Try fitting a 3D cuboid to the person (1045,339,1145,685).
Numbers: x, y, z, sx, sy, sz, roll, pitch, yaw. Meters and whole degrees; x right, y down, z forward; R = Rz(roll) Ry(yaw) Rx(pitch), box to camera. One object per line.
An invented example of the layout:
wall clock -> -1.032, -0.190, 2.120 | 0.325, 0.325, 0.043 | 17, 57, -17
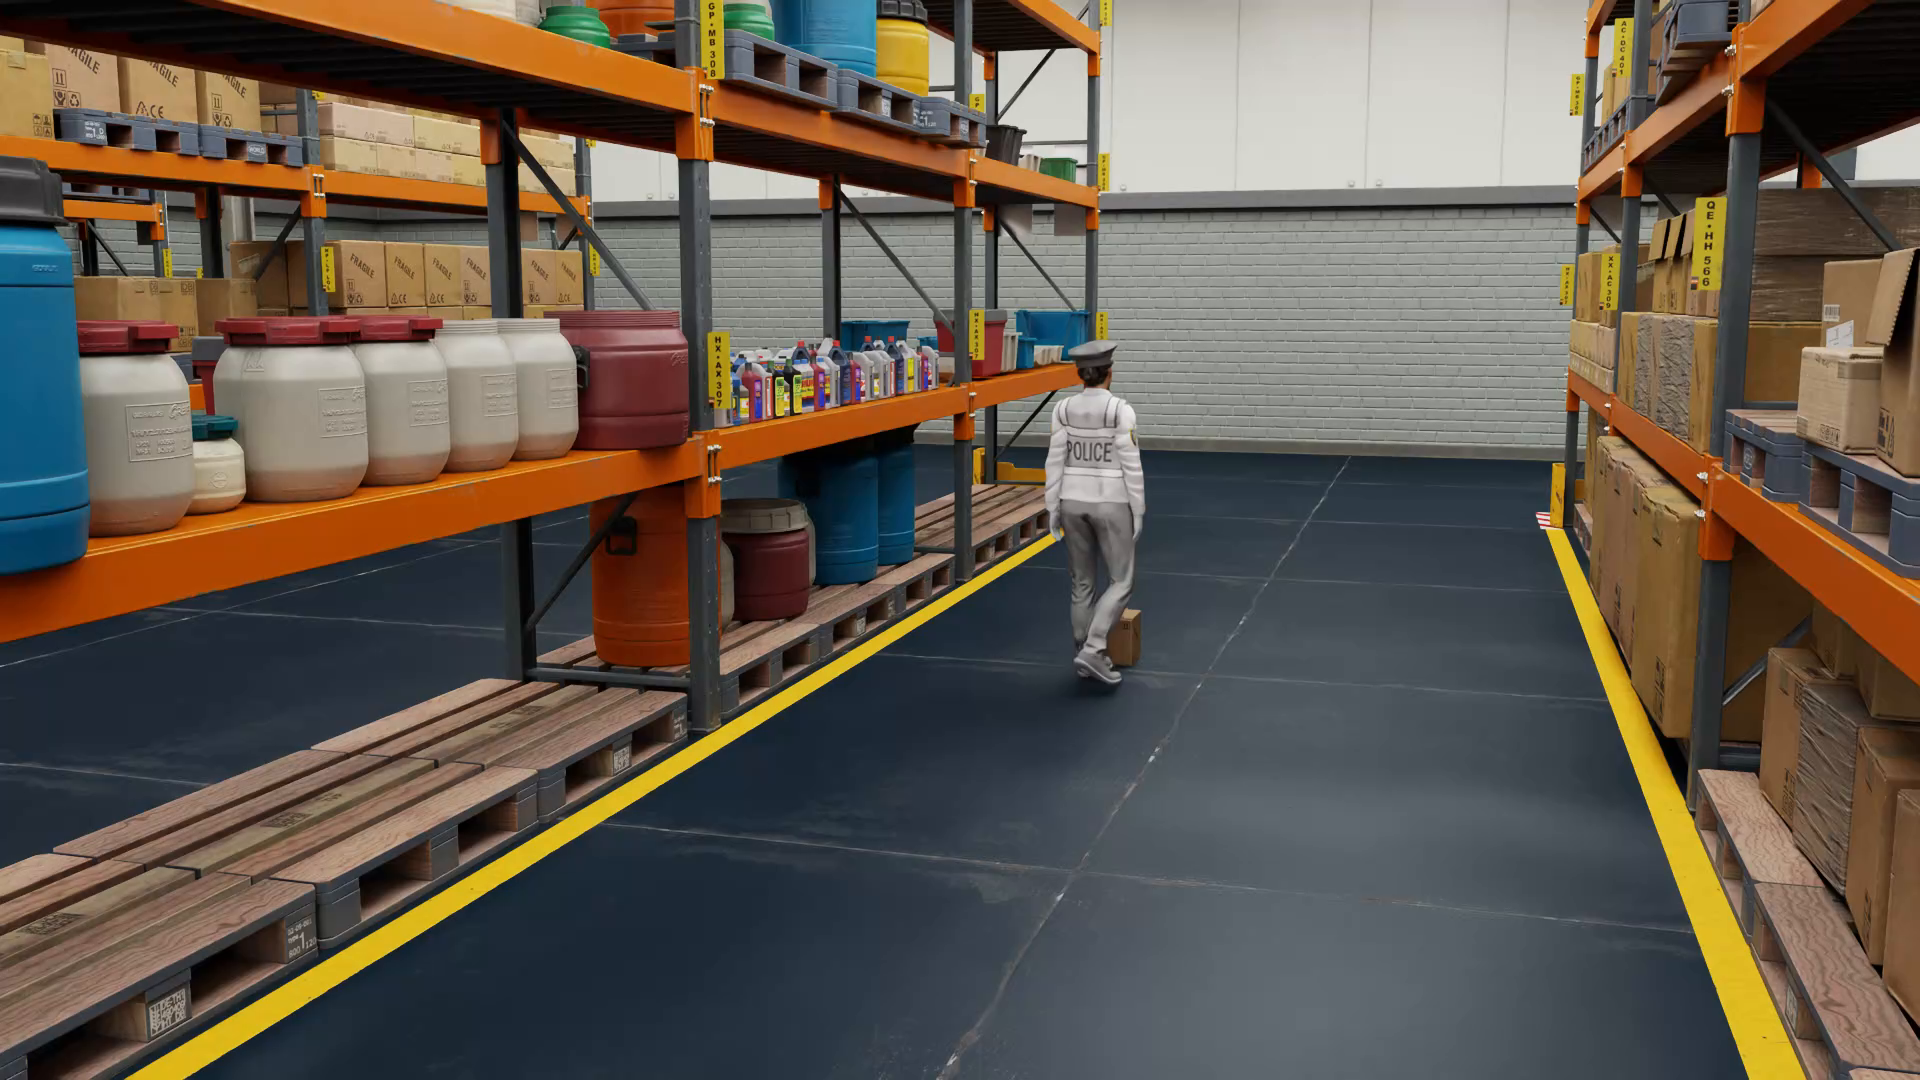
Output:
person -> 0.646, -0.135, 8.111 | 0.500, 1.668, 0.597 | 5, 10, 29
